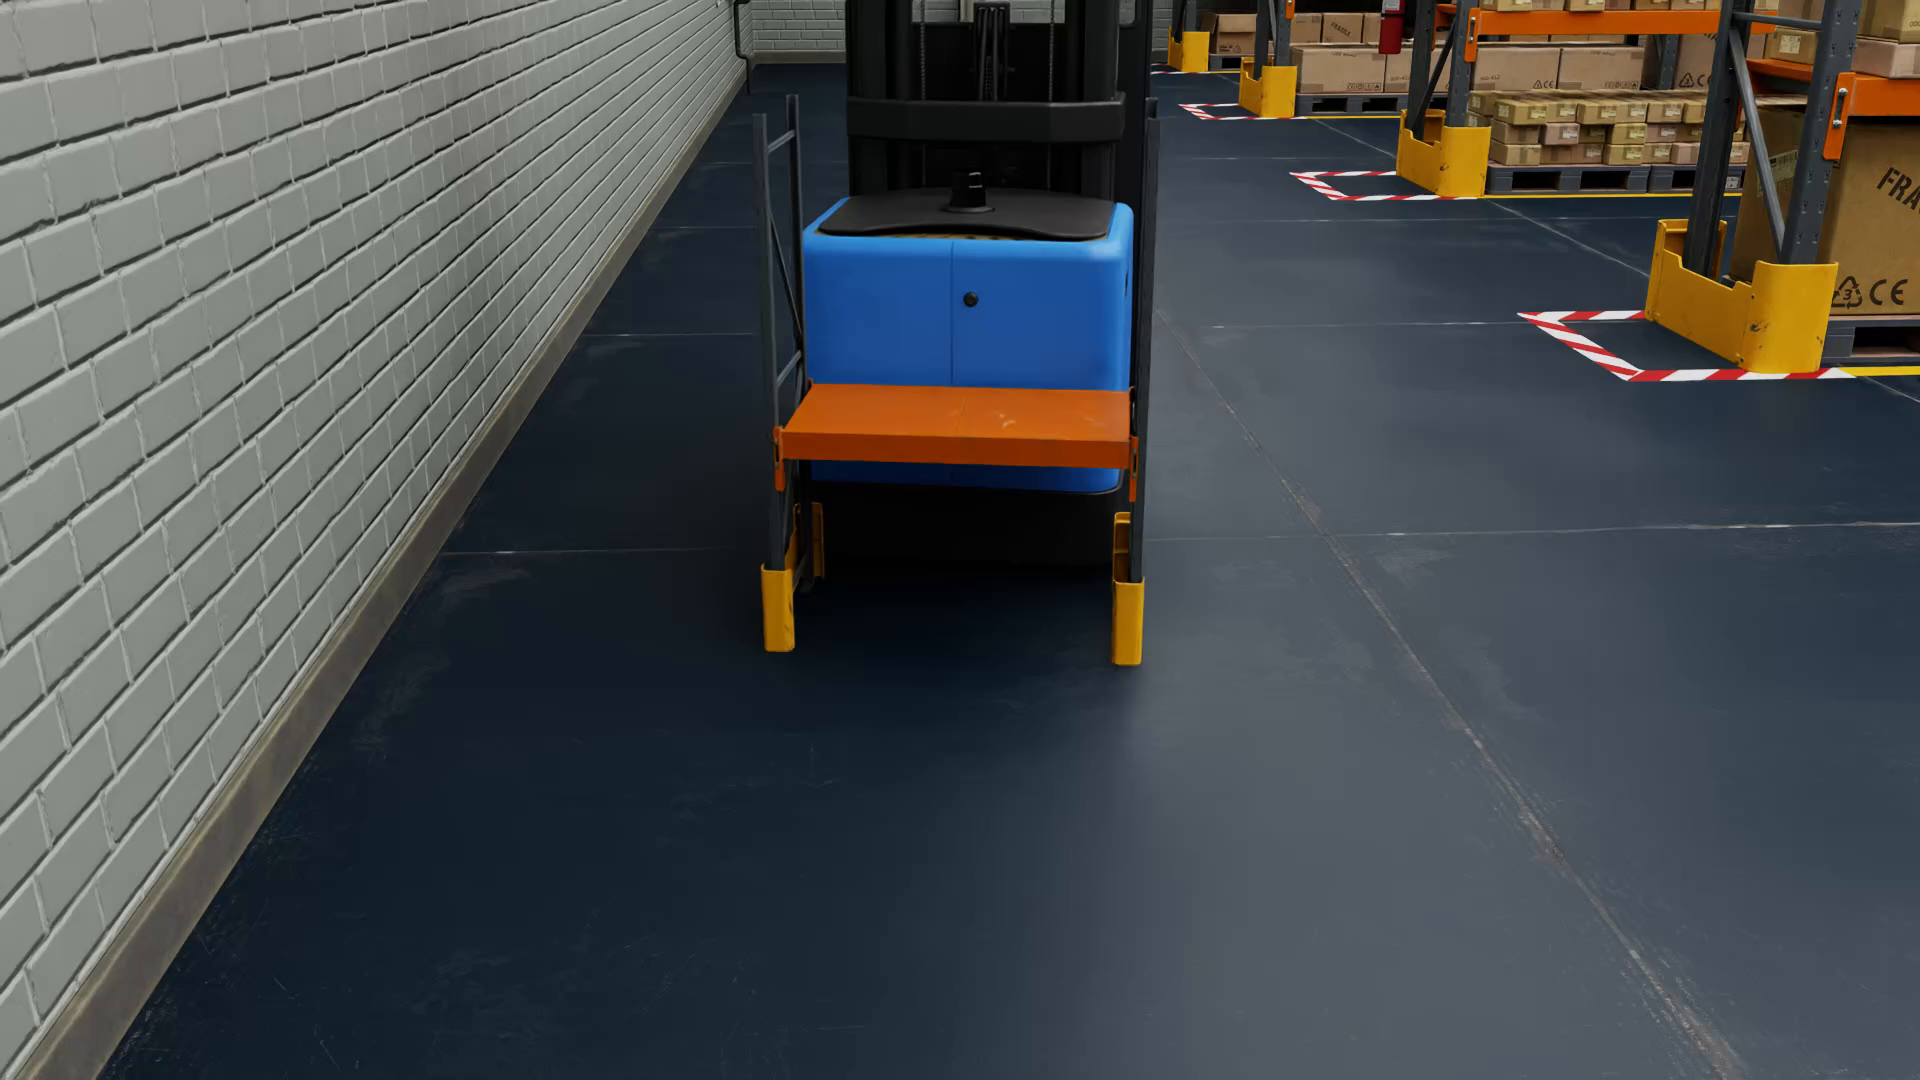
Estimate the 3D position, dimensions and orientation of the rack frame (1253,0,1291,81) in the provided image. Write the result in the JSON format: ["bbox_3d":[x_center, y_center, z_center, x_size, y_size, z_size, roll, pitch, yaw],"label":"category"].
[{"bbox_3d":[3.223,-5.894,16.887,0.127,3.000,1.000,-1,21,-3],"label":"rack frame"}]

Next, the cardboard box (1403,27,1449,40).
[{"bbox_3d":[6.257,-6.749,22.320,0.500,0.311,0.500,0,21,-1],"label":"cardboard box"}]

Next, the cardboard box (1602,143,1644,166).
[{"bbox_3d":[4.914,-2.907,12.457,0.250,0.149,0.380,-1,21,-2],"label":"cardboard box"}]

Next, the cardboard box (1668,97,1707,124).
[{"bbox_3d":[5.462,-3.204,12.400,0.250,0.149,0.380,-1,21,-2],"label":"cardboard box"}]

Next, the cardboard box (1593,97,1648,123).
[{"bbox_3d":[4.919,-3.212,12.423,0.250,0.149,0.380,-2,21,-6],"label":"cardboard box"}]

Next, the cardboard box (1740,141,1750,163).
[{"bbox_3d":[5.931,-2.952,12.575,0.250,0.149,0.380,-1,21,-2],"label":"cardboard box"}]

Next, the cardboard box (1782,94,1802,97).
[{"bbox_3d":[6.457,-3.407,12.935,0.250,0.149,0.380,-2,21,-4],"label":"cardboard box"}]

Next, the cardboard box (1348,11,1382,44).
[{"bbox_3d":[5.444,-6.689,21.897,0.500,0.500,0.700,-2,21,-5],"label":"cardboard box"}]

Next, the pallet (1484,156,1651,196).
[{"bbox_3d":[4.496,-2.840,12.784,1.213,0.211,1.003,-1,21,-3],"label":"pallet"}]

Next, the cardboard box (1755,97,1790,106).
[{"bbox_3d":[5.962,-3.209,12.414,0.250,0.149,0.380,-2,21,-5],"label":"cardboard box"}]

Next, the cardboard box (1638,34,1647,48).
[{"bbox_3d":[8.973,-6.728,21.999,0.500,0.500,0.500,-2,21,-5],"label":"cardboard box"}]

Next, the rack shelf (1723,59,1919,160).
[{"bbox_3d":[5.786,-2.078,7.875,4.000,0.370,1.077,-1,21,-3],"label":"rack shelf"}]

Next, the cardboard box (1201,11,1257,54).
[{"bbox_3d":[3.552,-6.666,21.832,0.637,0.503,0.797,-2,21,-5],"label":"cardboard box"}]

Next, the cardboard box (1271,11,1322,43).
[{"bbox_3d":[4.408,-6.668,21.842,0.500,0.500,0.700,0,21,-1],"label":"cardboard box"}]

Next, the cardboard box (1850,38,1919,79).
[{"bbox_3d":[4.162,-2.147,7.396,0.250,0.149,0.380,-1,21,-2],"label":"cardboard box"}]

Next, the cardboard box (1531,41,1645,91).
[{"bbox_3d":[6.584,-5.000,17.548,0.875,0.438,0.875,-1,21,-4],"label":"cardboard box"}]

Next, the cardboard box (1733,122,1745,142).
[{"bbox_3d":[5.721,-3.110,12.573,0.250,0.149,0.380,0,21,-1],"label":"cardboard box"}]

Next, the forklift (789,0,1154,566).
[{"bbox_3d":[0.169,-1.774,6.162,1.130,2.935,3.031,3,21,7],"label":"forklift"}]

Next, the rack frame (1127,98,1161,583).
[{"bbox_3d":[0.514,-0.448,4.691,0.032,1.500,0.500,2,21,5],"label":"rack frame"}]

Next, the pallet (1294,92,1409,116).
[{"bbox_3d":[4.017,-4.635,17.499,1.213,0.211,1.003,-1,21,-3],"label":"pallet"}]

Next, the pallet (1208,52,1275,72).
[{"bbox_3d":[3.808,-6.372,22.062,1.213,0.211,1.003,-1,21,-3],"label":"pallet"}]

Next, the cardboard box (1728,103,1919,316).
[{"bbox_3d":[4.423,-1.619,8.053,0.875,0.875,0.875,-1,21,-3],"label":"cardboard box"}]

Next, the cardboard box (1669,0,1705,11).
[{"bbox_3d":[5.243,-3.963,12.167,0.250,0.149,0.380,-2,21,-4],"label":"cardboard box"}]

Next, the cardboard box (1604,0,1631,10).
[{"bbox_3d":[4.723,-3.971,12.188,0.250,0.149,0.380,0,21,-1],"label":"cardboard box"}]

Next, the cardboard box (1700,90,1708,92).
[{"bbox_3d":[5.931,-3.396,12.906,0.250,0.149,0.380,-2,21,-5],"label":"cardboard box"}]

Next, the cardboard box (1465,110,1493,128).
[{"bbox_3d":[4.117,-3.253,12.948,0.250,0.149,0.380,-2,21,-5],"label":"cardboard box"}]

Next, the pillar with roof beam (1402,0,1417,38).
[{"bbox_3d":[6.429,-9.319,17.451,0.400,9.000,9.100,-1,21,-3],"label":"pillar with roof beam"}]

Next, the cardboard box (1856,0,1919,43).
[{"bbox_3d":[4.284,-2.357,7.388,0.500,0.250,0.500,-2,21,-4],"label":"cardboard box"}]

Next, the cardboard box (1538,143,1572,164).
[{"bbox_3d":[4.405,-2.933,12.526,0.250,0.149,0.380,-1,21,-3],"label":"cardboard box"}]

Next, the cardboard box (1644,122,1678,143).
[{"bbox_3d":[5.182,-3.088,12.515,0.250,0.149,0.380,-2,21,-6],"label":"cardboard box"}]

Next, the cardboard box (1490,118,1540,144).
[{"bbox_3d":[4.145,-3.060,12.442,0.250,0.149,0.380,0,21,-1],"label":"cardboard box"}]

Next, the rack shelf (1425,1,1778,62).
[{"bbox_3d":[5.604,-3.842,12.509,4.000,0.370,1.077,-1,21,-3],"label":"rack shelf"}]

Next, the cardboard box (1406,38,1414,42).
[{"bbox_3d":[6.034,-6.534,21.820,0.258,0.266,0.396,0,21,-1],"label":"cardboard box"}]

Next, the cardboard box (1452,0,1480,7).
[{"bbox_3d":[3.916,-4.128,12.600,0.250,0.149,0.380,-1,21,-3],"label":"cardboard box"}]

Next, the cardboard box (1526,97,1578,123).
[{"bbox_3d":[4.418,-3.218,12.438,0.250,0.149,0.380,-1,21,-2],"label":"cardboard box"}]

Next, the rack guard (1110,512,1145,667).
[{"bbox_3d":[0.494,0.135,4.915,0.087,0.250,0.587,2,21,5],"label":"rack guard"}]

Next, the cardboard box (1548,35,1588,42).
[{"bbox_3d":[7.957,-6.711,21.955,0.500,0.500,0.500,-1,21,-4],"label":"cardboard box"}]

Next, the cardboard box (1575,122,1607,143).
[{"bbox_3d":[4.660,-3.082,12.499,0.250,0.149,0.380,-1,21,-2],"label":"cardboard box"}]

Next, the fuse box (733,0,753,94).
[{"bbox_3d":[-2.379,-5.919,18.761,0.414,1.711,0.539,-1,21,-3],"label":"fuse box"}]

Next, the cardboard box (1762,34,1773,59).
[{"bbox_3d":[8.733,-5.241,17.567,0.875,0.875,0.875,-1,21,-1],"label":"cardboard box"}]

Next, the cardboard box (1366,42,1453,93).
[{"bbox_3d":[4.790,-4.964,17.453,0.875,0.438,0.875,-1,21,-2],"label":"cardboard box"}]

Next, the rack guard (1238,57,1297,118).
[{"bbox_3d":[3.199,-4.726,17.331,0.348,0.500,1.175,-1,21,-3],"label":"rack guard"}]

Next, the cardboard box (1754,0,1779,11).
[{"bbox_3d":[5.772,-3.956,12.148,0.250,0.149,0.380,-1,21,-2],"label":"cardboard box"}]

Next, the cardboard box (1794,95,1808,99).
[{"bbox_3d":[6.495,-3.257,12.540,0.250,0.149,0.380,0,21,-1],"label":"cardboard box"}]

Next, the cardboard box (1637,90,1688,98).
[{"bbox_3d":[5.423,-3.390,12.889,0.250,0.149,0.380,-2,21,-5],"label":"cardboard box"}]

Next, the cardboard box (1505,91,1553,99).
[{"bbox_3d":[4.375,-3.365,12.825,0.250,0.149,0.380,-1,21,-2],"label":"cardboard box"}]

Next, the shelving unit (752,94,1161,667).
[{"bbox_3d":[-0.002,-0.466,4.736,1.083,1.500,0.587,2,21,5],"label":"shelving unit"}]

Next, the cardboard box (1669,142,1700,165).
[{"bbox_3d":[5.417,-2.920,12.492,0.250,0.149,0.380,-2,21,-6],"label":"cardboard box"}]

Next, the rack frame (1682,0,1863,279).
[{"bbox_3d":[3.789,-2.374,7.641,0.127,3.000,1.000,-1,21,-3],"label":"rack frame"}]

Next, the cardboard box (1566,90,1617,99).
[{"bbox_3d":[4.888,-3.399,12.912,0.250,0.149,0.380,-2,21,-5],"label":"cardboard box"}]

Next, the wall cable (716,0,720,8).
[{"bbox_3d":[-2.405,-6.261,16.378,0.123,1.953,0.585,-1,21,-3],"label":"wall cable"}]

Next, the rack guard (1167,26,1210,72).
[{"bbox_3d":[3.012,-6.491,21.967,0.348,0.500,1.175,-1,21,-3],"label":"rack guard"}]

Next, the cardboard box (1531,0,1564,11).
[{"bbox_3d":[4.201,-3.931,12.082,0.250,0.149,0.380,0,21,-1],"label":"cardboard box"}]

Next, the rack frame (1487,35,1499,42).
[{"bbox_3d":[6.930,-7.739,21.732,0.127,3.000,1.000,-1,21,-3],"label":"rack frame"}]
